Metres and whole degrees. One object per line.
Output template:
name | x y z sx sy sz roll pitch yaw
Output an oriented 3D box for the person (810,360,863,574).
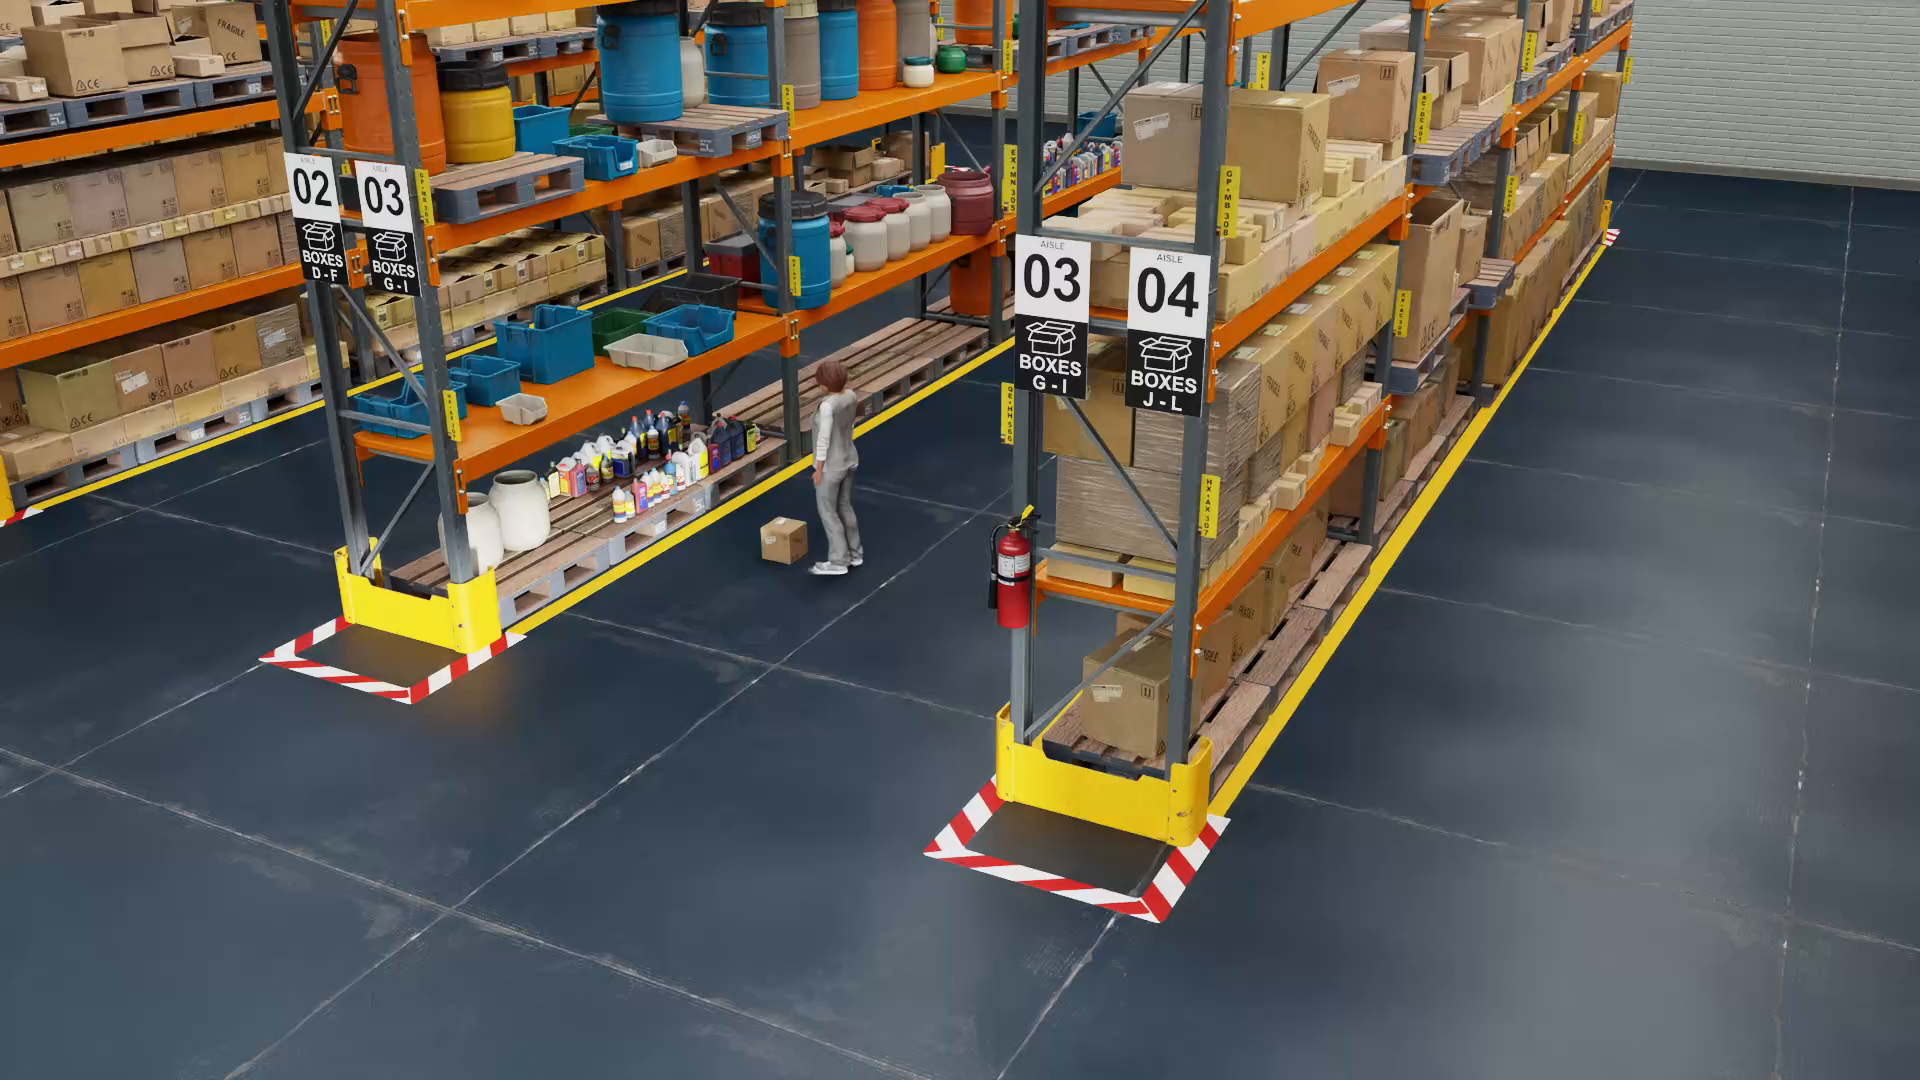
person | -0.899 -0.520 11.958 0.305 1.590 0.407 12 26 26
